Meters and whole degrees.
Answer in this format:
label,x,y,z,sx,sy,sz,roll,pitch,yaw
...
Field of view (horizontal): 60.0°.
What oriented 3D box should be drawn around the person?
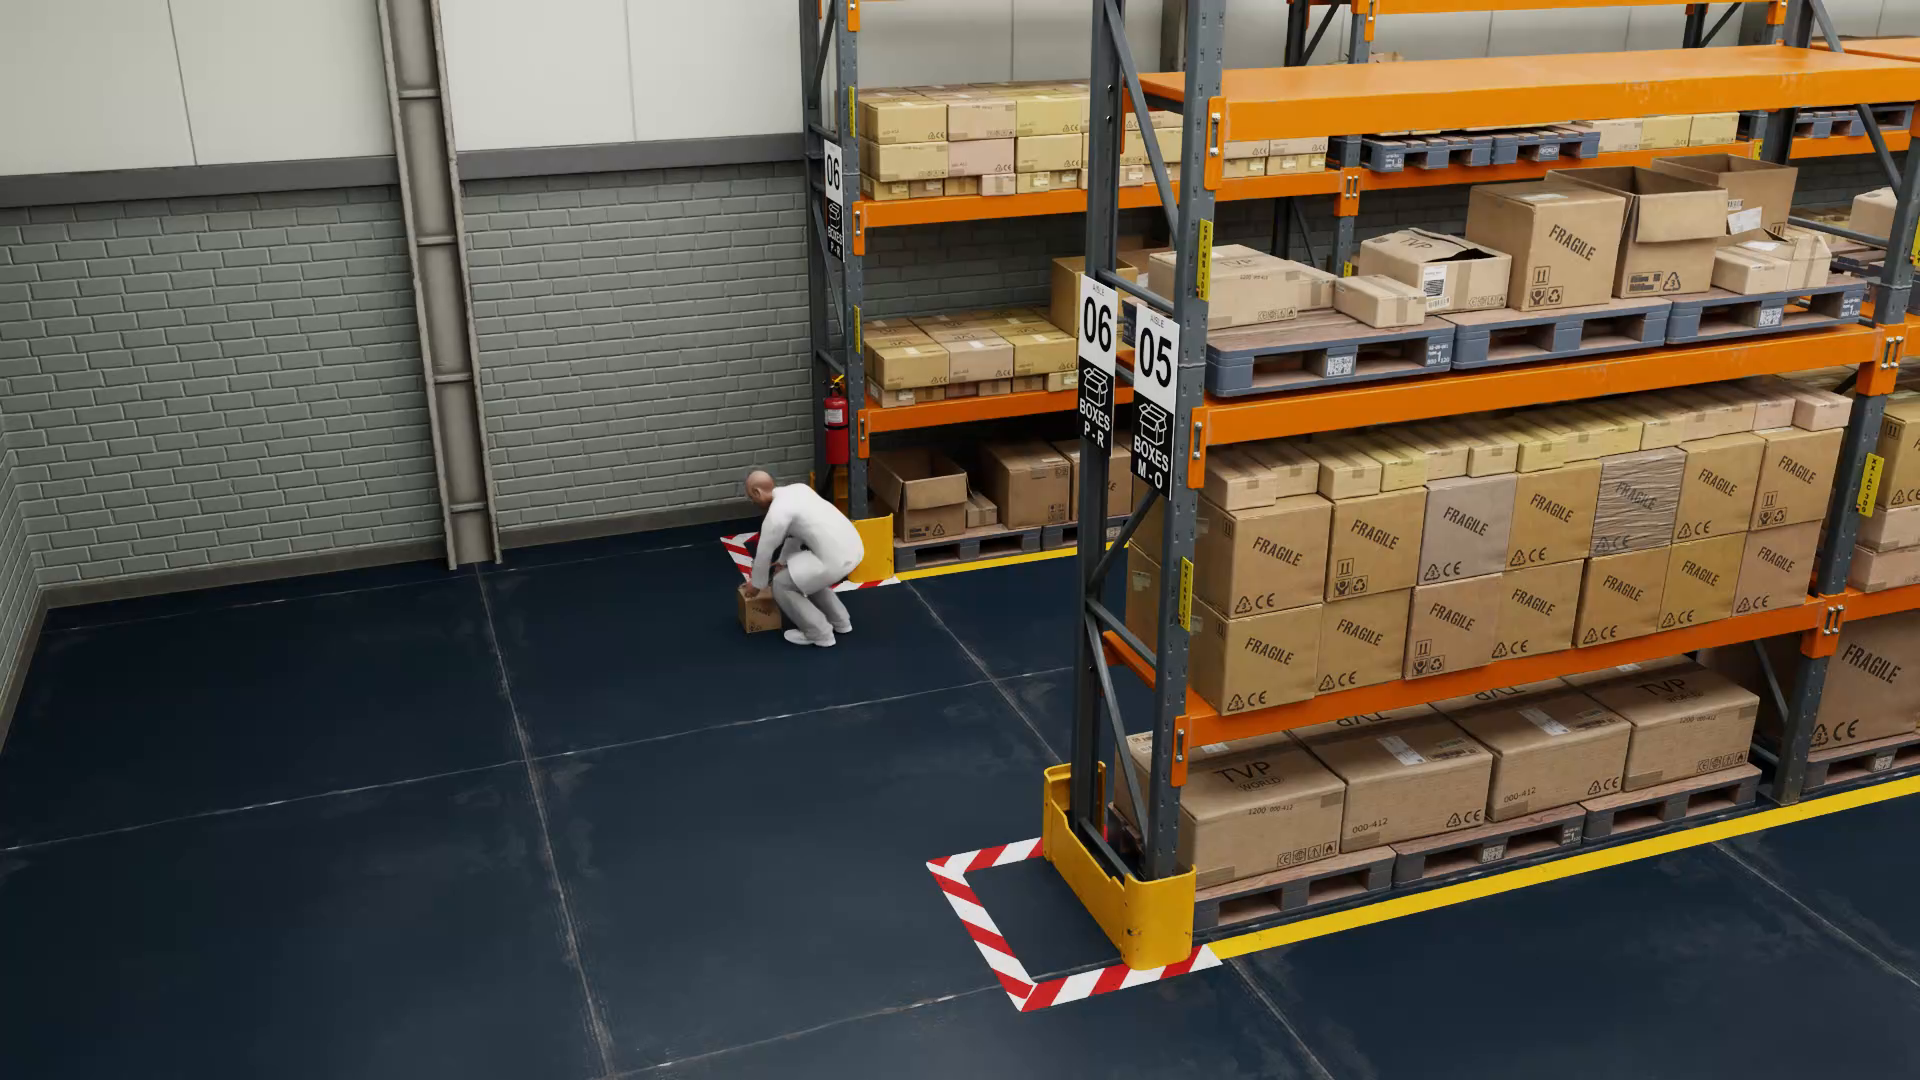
label,x,y,z,sx,sy,sz,roll,pitch,yaw
person,-1.064,0.124,11.381,0.822,1.167,0.625,9,24,21
